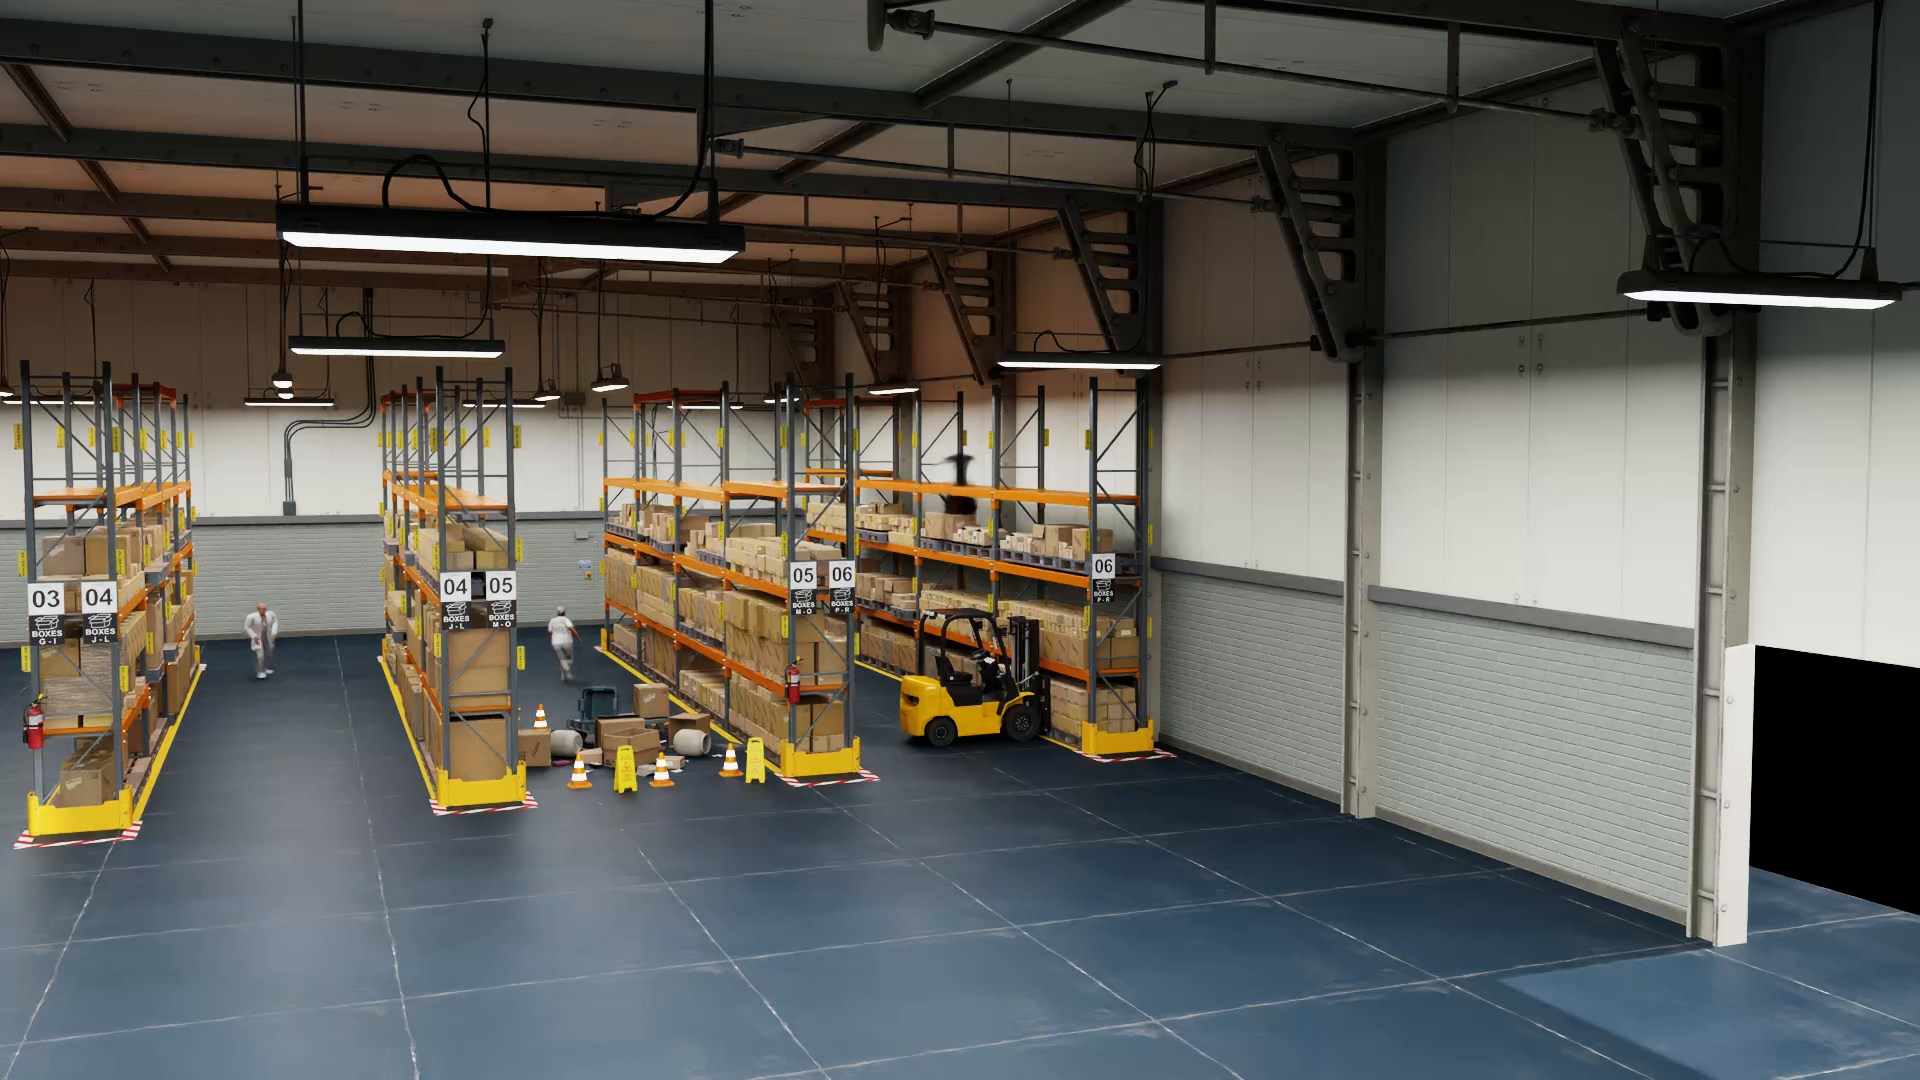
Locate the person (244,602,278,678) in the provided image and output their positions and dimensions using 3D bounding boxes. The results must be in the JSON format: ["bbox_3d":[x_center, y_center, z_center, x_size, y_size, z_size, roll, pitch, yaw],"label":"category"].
[{"bbox_3d":[-14.699,2.086,34.955,0.910,1.625,0.733,3,5,43],"label":"person"}]

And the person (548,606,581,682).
[{"bbox_3d":[-8.188,2.175,34.349,0.716,1.599,0.630,0,3,0],"label":"person"}]
